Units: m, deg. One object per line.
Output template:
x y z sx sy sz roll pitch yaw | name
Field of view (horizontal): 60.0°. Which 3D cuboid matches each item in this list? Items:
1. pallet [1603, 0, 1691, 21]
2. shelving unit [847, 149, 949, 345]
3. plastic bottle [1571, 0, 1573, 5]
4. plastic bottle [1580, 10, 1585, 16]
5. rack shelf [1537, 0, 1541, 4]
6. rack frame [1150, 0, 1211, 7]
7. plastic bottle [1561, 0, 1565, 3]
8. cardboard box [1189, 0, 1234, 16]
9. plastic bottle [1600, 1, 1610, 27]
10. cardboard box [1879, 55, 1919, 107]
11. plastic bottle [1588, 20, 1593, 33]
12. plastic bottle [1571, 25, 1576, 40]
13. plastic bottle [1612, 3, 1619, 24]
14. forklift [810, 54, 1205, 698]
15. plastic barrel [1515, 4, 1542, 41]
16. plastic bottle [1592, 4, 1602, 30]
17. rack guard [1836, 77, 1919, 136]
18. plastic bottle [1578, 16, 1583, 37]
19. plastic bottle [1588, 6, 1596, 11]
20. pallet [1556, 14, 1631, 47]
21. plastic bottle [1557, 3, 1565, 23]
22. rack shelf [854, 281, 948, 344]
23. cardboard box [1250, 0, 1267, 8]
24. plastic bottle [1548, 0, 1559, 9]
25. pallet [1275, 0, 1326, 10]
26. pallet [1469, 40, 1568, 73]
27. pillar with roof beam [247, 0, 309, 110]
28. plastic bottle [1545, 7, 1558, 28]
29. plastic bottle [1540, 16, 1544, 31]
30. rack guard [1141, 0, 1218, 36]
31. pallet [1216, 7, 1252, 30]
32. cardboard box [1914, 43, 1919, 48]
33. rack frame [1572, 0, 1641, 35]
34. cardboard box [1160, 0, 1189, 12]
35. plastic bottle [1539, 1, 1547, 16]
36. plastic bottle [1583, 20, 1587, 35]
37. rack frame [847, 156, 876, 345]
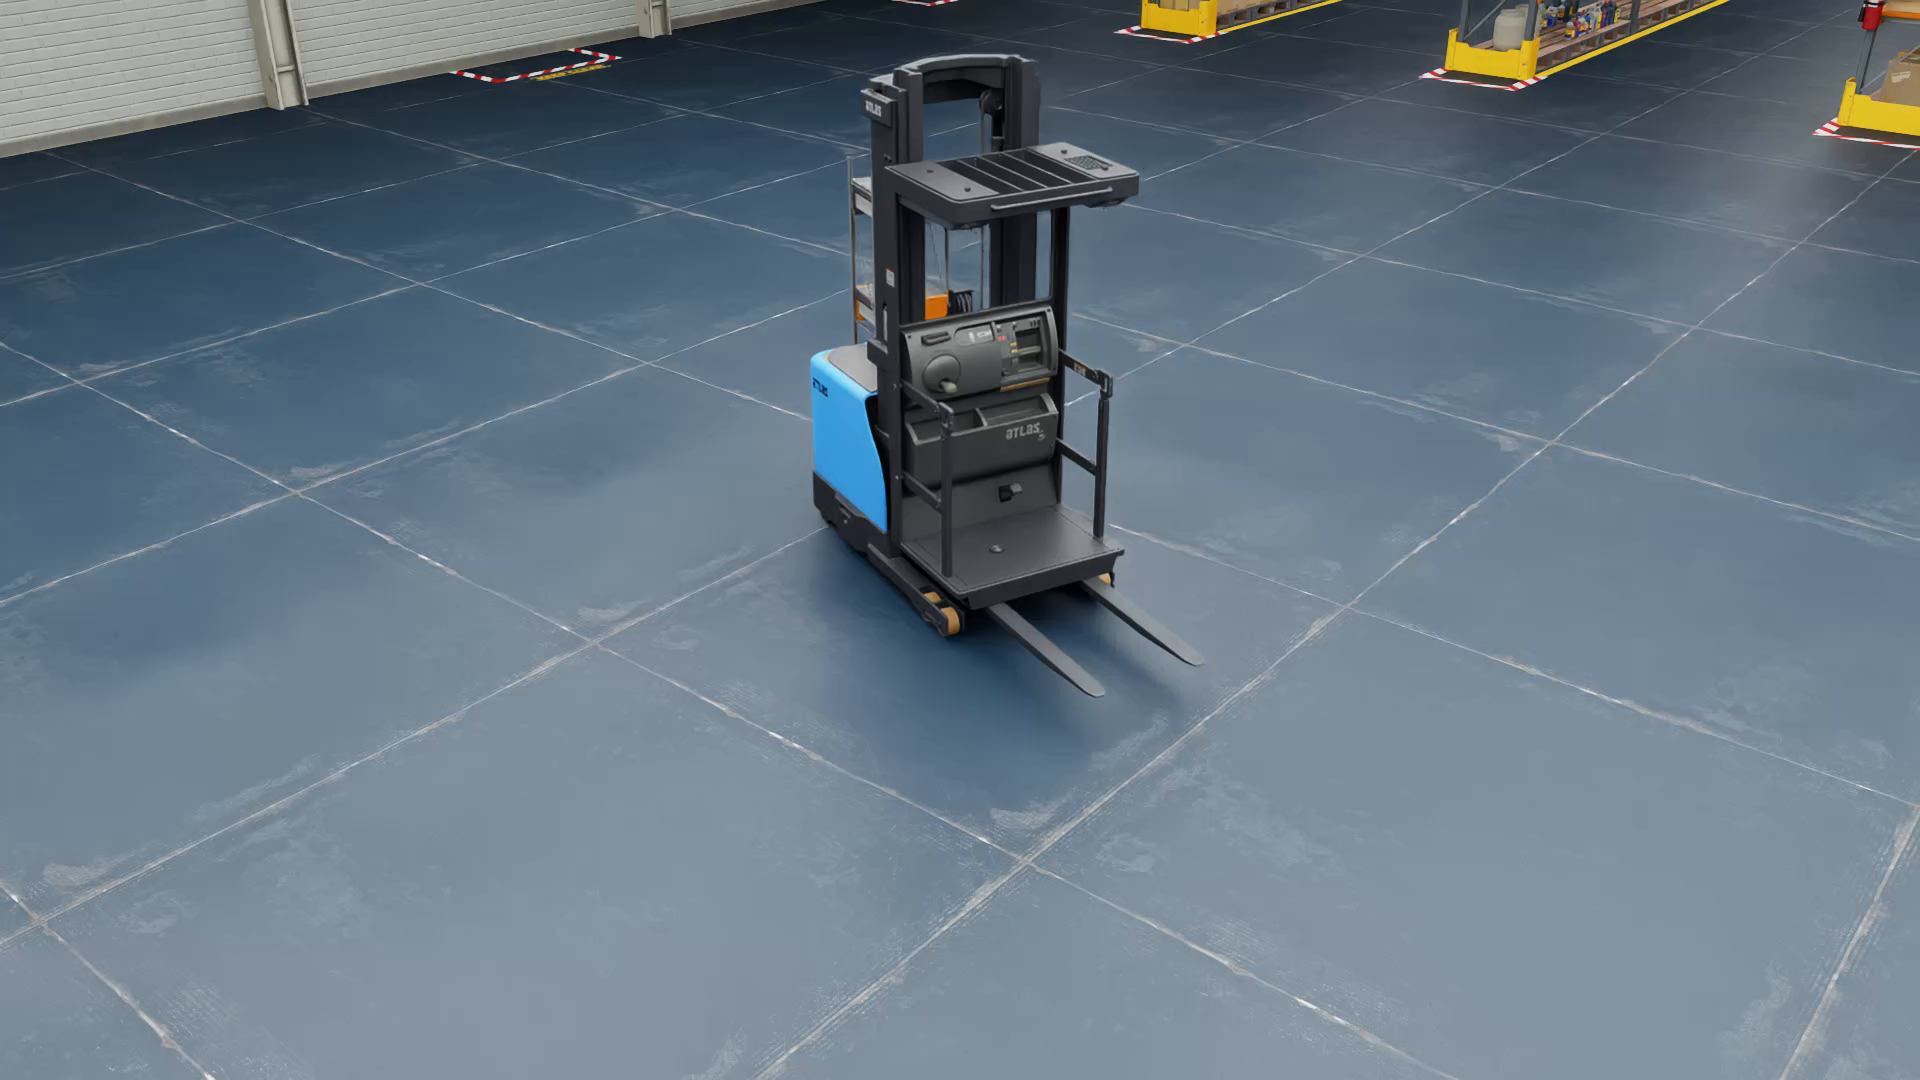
10.920 -8.507 26.465 1.003 0.211 1.213 21 34 34 | pallet
-0.380 -1.398 10.667 0.503 2.100 0.431 -13 30 -23 | shelving unit
9.031 -7.872 24.679 0.061 0.283 0.133 21 34 34 | plastic bottle
8.971 -7.490 23.940 0.061 0.283 0.133 21 34 34 | plastic bottle
8.402 -7.993 23.218 1.077 0.370 4.000 21 34 34 | rack shelf
3.310 -9.052 24.483 1.000 3.000 0.127 21 34 34 | rack frame
8.949 -7.899 24.741 0.152 0.276 0.135 22 35 36 | plastic bottle
3.823 -8.142 25.261 0.500 0.250 0.500 21 34 34 | cardboard box
9.365 -7.660 24.196 0.144 0.351 0.185 19 33 32 | plastic bottle
11.362 -5.448 19.781 0.500 0.500 0.500 -21 34 -35 | cardboard box
8.999 -7.372 23.803 0.097 0.201 0.097 0 27 0 | plastic bottle
8.590 -7.144 23.362 0.097 0.201 0.097 0 27 0 | plastic bottle
9.623 -7.743 24.431 0.061 0.283 0.133 23 35 37 | plastic bottle
0.231 -1.004 9.001 1.130 2.935 3.031 -14 31 -26 | forklift
7.809 -7.118 22.995 0.421 0.512 0.421 0 27 0 | plastic barrel
9.160 -7.545 23.974 0.144 0.351 0.185 21 34 34 | plastic bottle
11.000 -5.072 19.511 1.175 0.500 0.348 21 34 34 | rack guard
8.742 -7.260 23.510 0.097 0.271 0.097 0 27 0 | plastic bottle
9.235 -7.661 24.279 0.152 0.276 0.135 21 34 34 | plastic bottle
9.215 -7.557 24.628 1.003 0.211 1.213 21 34 34 | pallet
8.842 -7.753 24.463 0.097 0.271 0.097 0 27 0 | plastic bottle
-0.380 -1.386 10.673 0.480 0.518 0.431 -13 30 -23 | rack shelf
4.457 -8.498 25.948 0.500 0.250 0.500 21 34 34 | cardboard box
8.721 -7.808 24.483 0.144 0.351 0.185 19 33 32 | plastic bottle
5.316 -8.962 27.344 1.003 0.211 1.213 21 34 34 | pallet
7.663 -6.692 22.956 1.003 0.211 1.213 21 34 34 | pallet
-5.048 -8.151 16.213 9.100 9.000 0.400 21 34 34 | pillar with roof beam
8.581 -7.590 24.143 0.152 0.276 0.135 21 34 34 | plastic bottle
8.338 -7.436 23.925 0.097 0.201 0.097 0 27 0 | plastic bottle
3.295 -7.933 25.041 1.175 0.500 0.348 21 34 34 | rack guard
3.764 -8.097 25.672 1.003 0.211 1.213 21 34 34 | pallet
12.129 -5.887 20.628 0.500 0.500 0.500 25 36 39 | cardboard box
9.674 -9.021 24.424 1.000 3.000 0.127 21 34 34 | rack frame
3.423 -8.294 25.553 0.500 0.250 0.500 21 34 34 | cardboard box
8.450 -7.658 24.192 0.144 0.351 0.185 20 34 34 | plastic bottle
8.869 -7.299 23.662 0.097 0.201 0.097 0 27 0 | plastic bottle
-0.600 -1.349 10.572 0.015 2.100 0.400 -13 30 -23 | rack frame
